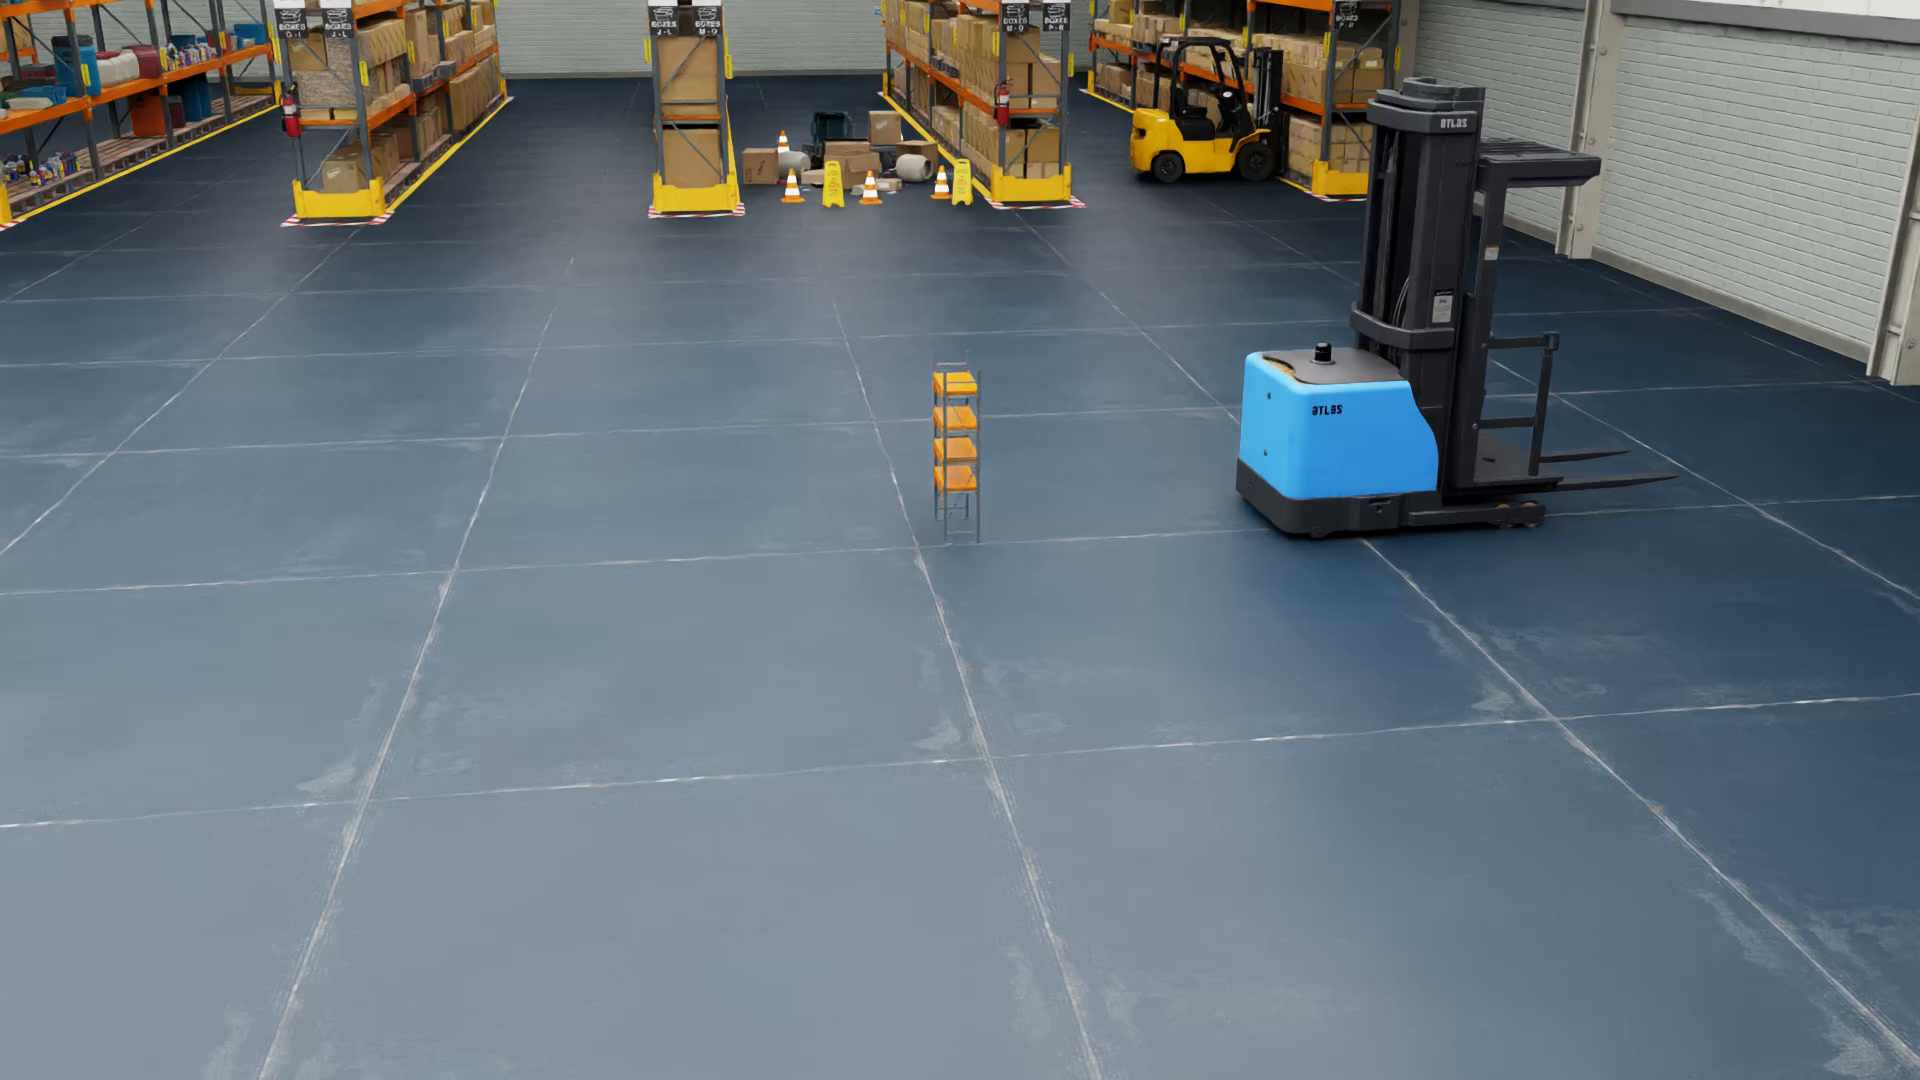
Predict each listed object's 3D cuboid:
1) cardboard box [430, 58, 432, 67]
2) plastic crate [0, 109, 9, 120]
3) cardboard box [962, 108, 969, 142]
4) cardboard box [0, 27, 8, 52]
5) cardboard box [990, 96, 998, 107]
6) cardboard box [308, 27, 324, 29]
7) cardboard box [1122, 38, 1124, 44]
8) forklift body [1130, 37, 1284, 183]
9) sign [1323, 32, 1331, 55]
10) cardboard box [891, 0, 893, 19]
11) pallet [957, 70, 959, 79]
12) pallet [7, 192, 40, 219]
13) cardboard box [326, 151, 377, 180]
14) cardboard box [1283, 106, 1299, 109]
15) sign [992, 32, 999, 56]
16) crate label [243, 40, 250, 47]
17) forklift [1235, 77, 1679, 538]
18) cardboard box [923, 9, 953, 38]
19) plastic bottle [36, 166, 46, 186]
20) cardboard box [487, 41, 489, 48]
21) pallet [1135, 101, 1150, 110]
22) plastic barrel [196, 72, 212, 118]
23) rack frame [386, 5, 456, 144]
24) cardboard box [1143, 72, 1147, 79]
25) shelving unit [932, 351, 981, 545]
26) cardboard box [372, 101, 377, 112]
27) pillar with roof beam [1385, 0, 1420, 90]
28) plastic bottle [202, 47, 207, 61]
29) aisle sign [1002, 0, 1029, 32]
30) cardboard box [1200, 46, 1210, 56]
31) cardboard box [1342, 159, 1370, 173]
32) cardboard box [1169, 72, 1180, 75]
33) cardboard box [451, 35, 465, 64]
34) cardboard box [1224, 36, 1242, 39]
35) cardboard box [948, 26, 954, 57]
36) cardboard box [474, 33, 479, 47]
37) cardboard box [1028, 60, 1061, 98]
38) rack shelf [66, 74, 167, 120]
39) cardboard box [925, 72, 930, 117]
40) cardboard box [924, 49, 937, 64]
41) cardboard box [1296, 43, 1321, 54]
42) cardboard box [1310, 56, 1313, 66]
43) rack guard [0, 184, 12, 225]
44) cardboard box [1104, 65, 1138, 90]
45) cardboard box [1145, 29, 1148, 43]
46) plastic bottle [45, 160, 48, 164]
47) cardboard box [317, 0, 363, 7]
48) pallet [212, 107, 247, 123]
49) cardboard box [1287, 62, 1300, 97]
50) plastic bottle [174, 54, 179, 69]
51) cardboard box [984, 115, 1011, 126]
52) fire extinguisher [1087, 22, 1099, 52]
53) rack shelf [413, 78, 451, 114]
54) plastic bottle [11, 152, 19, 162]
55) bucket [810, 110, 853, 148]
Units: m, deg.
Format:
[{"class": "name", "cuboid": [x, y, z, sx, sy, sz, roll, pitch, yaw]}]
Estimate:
[{"class": "cardboard box", "cuboid": [-9.383, -8.321, 28.801, 0.396, 0.266, 0.258, -4, 21, -9]}, {"class": "plastic crate", "cuboid": [-13.449, -5.934, 23.194, 0.298, 0.136, 0.250, -3, 21, -8]}, {"class": "cardboard box", "cuboid": [0.310, -6.908, 27.683, 0.500, 0.500, 0.500, -2, 21, -5]}, {"class": "cardboard box", "cuboid": [-20.369, -10.576, 35.102, 0.500, 0.500, 0.500, -3, 21, -7]}, {"class": "cardboard box", "cuboid": [0.657, -6.564, 24.864, 0.380, 0.149, 0.250, -3, 21, -8]}, {"class": "cardboard box", "cuboid": [-9.209, -7.160, 24.103, 0.500, 0.500, 0.500, -3, 21, -8]}, {"class": "cardboard box", "cuboid": [3.823, -11.138, 37.108, 0.380, 0.149, 0.250, -2, 21, -6]}, {"class": "forklift body", "cuboid": [3.902, -6.900, 26.616, 2.313, 2.155, 1.214, -3, 21, -8]}, {"class": "sign", "cuboid": [5.441, -7.364, 24.652, 0.100, 0.325, 0.005, -3, 21, -8]}, {"class": "cardboard box", "cuboid": [-1.287, -11.999, 37.484, 0.500, 0.500, 0.500, -3, 21, -8]}, {"class": "pallet", "cuboid": [0.526, -8.048, 28.752, 1.003, 0.211, 1.213, -3, 21, -8]}, {"class": "pallet", "cuboid": [-13.808, -4.731, 23.581, 1.003, 0.211, 1.213, -3, 21, -8]}, {"class": "cardboard box", "cuboid": [-8.931, -5.430, 24.439, 0.500, 0.500, 0.500, 2, 21, 6]}, {"class": "cardboard box", "cuboid": [5.754, -7.160, 27.999, 0.500, 0.250, 0.500, -3, 21, -9]}, {"class": "sign", "cuboid": [0.517, -7.151, 23.968, 0.100, 0.325, 0.005, -3, 21, -8]}, {"class": "crate label", "cuboid": [-15.557, -10.706, 35.886, 0.396, 0.136, 0.243, -3, 21, -8]}, {"class": "forklift", "cuboid": [3.557, -1.627, 11.383, 3.031, 2.935, 1.130, -4, 21, -11]}, {"class": "cardboard box", "cuboid": [-0.418, -9.932, 31.950, 0.500, 0.500, 0.500, -3, 21, -9]}, {"class": "plastic bottle", "cuboid": [-13.606, -5.388, 24.609, 0.061, 0.283, 0.133, -3, 21, -7]}, {"class": "cardboard box", "cuboid": [-10.447, -10.768, 36.117, 0.380, 0.149, 0.250, -3, 21, -7]}, {"class": "pallet", "cuboid": [4.405, -9.302, 35.819, 1.003, 0.211, 1.213, -3, 21, -8]}, {"class": "plastic barrel", "cuboid": [-15.307, -8.911, 33.186, 0.600, 0.901, 0.708, -3, 21, -8]}, {"class": "rack frame", "cuboid": [-9.891, -8.751, 30.360, 1.000, 3.000, 0.127, -3, 21, -8]}, {"class": "cardboard box", "cuboid": [4.155, -9.988, 35.716, 0.380, 0.149, 0.250, -3, 21, -9]}, {"class": "shelving unit", "cuboid": [-0.024, -0.619, 11.160, 0.258, 1.200, 0.503, -3, 21, -8]}, {"class": "cardboard box", "cuboid": [-8.638, -6.235, 23.981, 0.380, 0.149, 0.250, -3, 21, -8]}, {"class": "pillar with roof beam", "cuboid": [2.512, -9.613, 24.092, 9.100, 9.000, 0.400, -3, 21, -8]}, {"class": "plastic bottle", "cuboid": [-14.939, -9.582, 32.761, 0.152, 0.276, 0.135, -3, 21, -8]}, {"class": "aisle sign", "cuboid": [0.791, -7.663, 23.731, 0.394, 0.787, 0.004, -3, 21, -8]}, {"class": "cardboard box", "cuboid": [4.778, -9.145, 30.915, 0.500, 0.250, 0.500, -3, 21, -9]}, {"class": "cardboard box", "cuboid": [6.103, -5.822, 25.845, 0.500, 0.250, 0.500, -3, 21, -8]}, {"class": "cardboard box", "cuboid": [4.675, -9.930, 35.561, 0.380, 0.149, 0.250, -3, 21, -7]}, {"class": "cardboard box", "cuboid": [-9.916, -9.509, 32.246, 0.500, 0.500, 0.500, -3, 21, -8]}, {"class": "cardboard box", "cuboid": [4.952, -8.930, 29.768, 0.380, 0.149, 0.250, -3, 21, -9]}, {"class": "cardboard box", "cuboid": [0.058, -8.748, 29.183, 0.500, 0.500, 0.500, -2, 21, -6]}, {"class": "cardboard box", "cuboid": [-10.276, -10.381, 34.513, 0.500, 0.250, 0.500, -3, 21, -9]}, {"class": "cardboard box", "cuboid": [1.275, -6.845, 24.689, 0.500, 0.500, 0.500, -3, 21, -9]}, {"class": "rack shelf", "cuboid": [-14.504, -7.472, 27.963, 1.077, 0.370, 4.000, -3, 21, -8]}, {"class": "cardboard box", "cuboid": [-0.226, -9.005, 33.476, 0.875, 0.875, 0.875, -3, 21, -7]}, {"class": "cardboard box", "cuboid": [-0.414, -9.343, 32.158, 0.500, 0.250, 0.500, -4, 21, -10]}, {"class": "cardboard box", "cuboid": [5.480, -7.684, 26.007, 0.380, 0.149, 0.250, -2, 21, -6]}, {"class": "cardboard box", "cuboid": [5.610, -7.369, 25.590, 0.380, 0.149, 0.250, -3, 21, -7]}, {"class": "rack guard", "cuboid": [-13.696, -4.585, 22.777, 1.175, 0.500, 0.348, -3, 21, -8]}, {"class": "cardboard box", "cuboid": [3.753, -10.784, 38.775, 0.700, 0.500, 0.500, -2, 21, -6]}, {"class": "cardboard box", "cuboid": [4.071, -10.521, 34.690, 0.396, 0.266, 0.258, -2, 21, -5]}, {"class": "plastic bottle", "cuboid": [-13.861, -5.649, 25.308, 0.061, 0.283, 0.133, -3, 21, -8]}, {"class": "cardboard box", "cuboid": [-8.551, -7.496, 22.927, 0.500, 0.250, 0.500, -2, 21, -6]}, {"class": "pallet", "cuboid": [-15.513, -8.833, 34.564, 1.003, 0.211, 1.213, -3, 21, -8]}, {"class": "cardboard box", "cuboid": [5.510, -7.294, 26.316, 0.500, 0.500, 0.500, -3, 21, -9]}, {"class": "plastic bottle", "cuboid": [-14.643, -8.935, 31.036, 0.097, 0.271, 0.097, 0, 20, 0]}, {"class": "cardboard box", "cuboid": [0.576, -6.433, 25.484, 0.380, 0.149, 0.250, -2, 21, -6]}, {"class": "fire extinguisher", "cuboid": [3.195, -12.089, 39.941, 0.296, 0.674, 0.183, -3, 21, -8]}, {"class": "rack shelf", "cuboid": [-9.602, -7.722, 28.632, 1.077, 0.370, 4.000, -3, 21, -8]}, {"class": "plastic bottle", "cuboid": [-14.510, -5.781, 25.565, 0.144, 0.351, 0.185, -2, 21, -6]}, {"class": "bucket", "cuboid": [-2.090, -6.829, 27.720, 0.726, 0.611, 0.620, 4, 11, 11]}]
